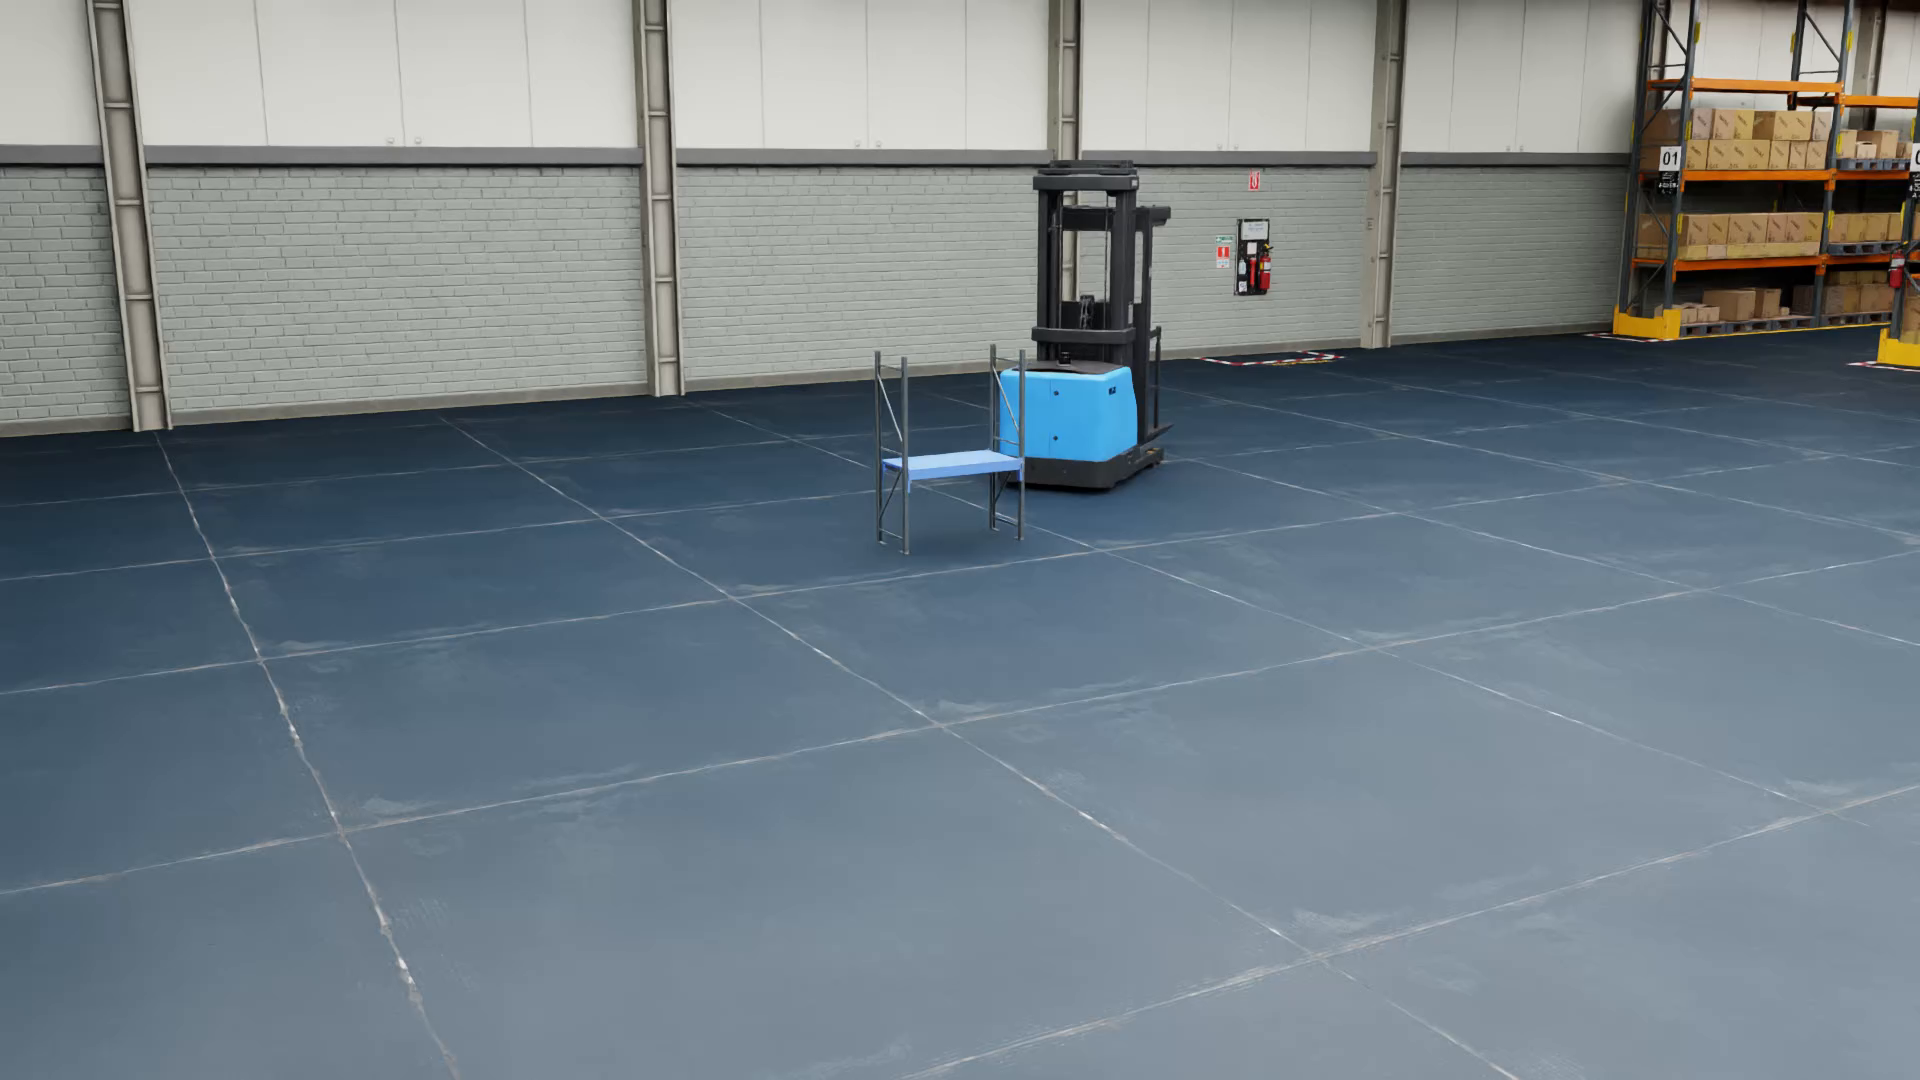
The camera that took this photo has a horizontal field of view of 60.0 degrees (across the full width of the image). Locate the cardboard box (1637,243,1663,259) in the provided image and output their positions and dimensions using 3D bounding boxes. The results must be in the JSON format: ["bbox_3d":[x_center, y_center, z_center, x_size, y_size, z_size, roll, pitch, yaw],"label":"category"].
[{"bbox_3d":[12.131,-5.017,28.867,0.500,0.250,0.500,-7,14,-27],"label":"cardboard box"}]

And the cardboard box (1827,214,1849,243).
[{"bbox_3d":[15.787,-5.725,30.487,0.500,0.500,0.700,-7,14,-28],"label":"cardboard box"}]

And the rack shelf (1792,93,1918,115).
[{"bbox_3d":[17.080,-8.006,30.737,4.000,0.370,1.077,-7,14,-28],"label":"rack shelf"}]

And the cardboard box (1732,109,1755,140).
[{"bbox_3d":[13.177,-7.097,28.428,0.500,0.500,0.500,-6,14,-26],"label":"cardboard box"}]

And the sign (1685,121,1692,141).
[{"bbox_3d":[12.074,-6.779,27.578,0.005,0.325,0.100,-7,14,-28],"label":"sign"}]

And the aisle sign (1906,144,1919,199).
[{"bbox_3d":[13.992,-5.358,24.163,0.004,0.787,0.394,-7,14,-28],"label":"aisle sign"}]

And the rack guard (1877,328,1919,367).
[{"bbox_3d":[14.169,-2.818,24.491,0.348,0.500,1.175,-7,14,-28],"label":"rack guard"}]

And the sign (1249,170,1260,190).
[{"bbox_3d":[4.505,-5.500,25.436,0.199,0.298,0.001,-7,14,-28],"label":"sign"}]

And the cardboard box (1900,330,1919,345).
[{"bbox_3d":[14.519,-3.017,24.987,0.500,0.250,0.500,-7,14,-28],"label":"cardboard box"}]

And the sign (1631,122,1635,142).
[{"bbox_3d":[11.565,-6.998,28.526,0.005,0.325,0.100,-7,14,-28],"label":"sign"}]

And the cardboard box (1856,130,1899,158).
[{"bbox_3d":[16.925,-7.304,30.715,0.500,0.500,0.500,-7,15,-30],"label":"cardboard box"}]

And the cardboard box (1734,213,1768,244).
[{"bbox_3d":[13.719,-5.449,29.076,0.500,0.500,0.500,-6,14,-26],"label":"cardboard box"}]

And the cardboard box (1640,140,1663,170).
[{"bbox_3d":[12.058,-6.609,28.538,0.500,0.500,0.500,-6,14,-24],"label":"cardboard box"}]

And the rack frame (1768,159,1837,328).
[{"bbox_3d":[15.324,-5.415,30.338,0.127,3.000,1.000,-7,14,-28],"label":"rack frame"}]

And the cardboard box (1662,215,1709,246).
[{"bbox_3d":[12.376,-5.289,28.366,0.500,0.500,0.500,-7,14,-28],"label":"cardboard box"}]

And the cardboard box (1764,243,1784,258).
[{"bbox_3d":[14.178,-5.136,29.397,0.500,0.250,0.500,-7,14,-28],"label":"cardboard box"}]

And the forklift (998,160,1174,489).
[{"bbox_3d":[1.373,-2.168,16.066,1.130,2.935,3.031,5,14,22],"label":"forklift"}]

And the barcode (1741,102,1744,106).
[{"bbox_3d":[13.898,-7.742,29.518,0.075,0.075,0.001,-7,14,-28],"label":"barcode"}]

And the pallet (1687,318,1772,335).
[{"bbox_3d":[13.680,-3.848,29.726,1.213,0.211,1.003,-7,14,-28],"label":"pallet"}]

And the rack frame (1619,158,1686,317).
[{"bbox_3d":[11.813,-4.994,28.468,0.127,3.000,1.000,-7,14,-28],"label":"rack frame"}]

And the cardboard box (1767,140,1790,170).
[{"bbox_3d":[14.081,-6.720,29.031,0.500,0.500,0.500,-7,15,-30],"label":"cardboard box"}]

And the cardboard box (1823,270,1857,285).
[{"bbox_3d":[16.347,-4.903,31.049,0.500,0.250,0.500,-7,15,-29],"label":"cardboard box"}]

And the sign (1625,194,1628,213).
[{"bbox_3d":[11.565,-5.822,28.791,0.005,0.325,0.100,-7,14,-28],"label":"sign"}]

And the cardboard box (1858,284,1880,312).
[{"bbox_3d":[16.859,-4.601,31.411,0.500,0.500,0.700,-7,14,-27],"label":"cardboard box"}]

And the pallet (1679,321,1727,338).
[{"bbox_3d":[12.610,-3.720,29.159,1.213,0.211,1.003,-7,14,-28],"label":"pallet"}]

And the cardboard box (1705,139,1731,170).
[{"bbox_3d":[12.715,-6.553,28.288,0.500,0.500,0.500,-6,14,-24],"label":"cardboard box"}]

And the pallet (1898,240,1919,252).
[{"bbox_3d":[18.261,-5.647,31.804,1.003,0.211,1.213,-7,14,-28],"label":"pallet"}]

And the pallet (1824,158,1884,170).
[{"bbox_3d":[15.917,-6.831,30.227,1.003,0.211,1.213,-7,14,-28],"label":"pallet"}]

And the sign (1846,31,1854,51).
[{"bbox_3d":[15.568,-8.729,29.095,0.005,0.325,0.100,-7,14,-28],"label":"sign"}]

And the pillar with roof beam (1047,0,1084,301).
[{"bbox_3d":[3.543,-6.069,19.581,0.400,9.000,9.100,-7,14,-28],"label":"pillar with roof beam"}]

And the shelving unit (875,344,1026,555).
[{"bbox_3d":[-0.075,-0.723,12.905,1.048,1.500,0.538,-7,14,-28],"label":"shelving unit"}]

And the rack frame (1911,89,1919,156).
[{"bbox_3d":[14.190,-6.967,23.569,0.127,3.000,1.000,-7,14,-28],"label":"rack frame"}]

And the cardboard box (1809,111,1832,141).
[{"bbox_3d":[15.015,-7.320,29.419,0.500,0.500,0.500,-8,15,-33],"label":"cardboard box"}]

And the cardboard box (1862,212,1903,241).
[{"bbox_3d":[17.345,-5.912,31.319,0.500,0.500,0.700,-7,14,-28],"label":"cardboard box"}]

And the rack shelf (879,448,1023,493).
[{"bbox_3d":[-0.075,-0.547,12.944,1.000,0.185,0.538,-7,14,-28],"label":"rack shelf"}]

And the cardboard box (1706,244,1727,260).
[{"bbox_3d":[12.843,-4.978,28.694,0.500,0.250,0.500,-7,15,-30],"label":"cardboard box"}]

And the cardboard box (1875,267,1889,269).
[{"bbox_3d":[17.698,-5.063,31.758,0.500,0.250,0.500,-7,14,-27],"label":"cardboard box"}]

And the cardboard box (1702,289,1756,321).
[{"bbox_3d":[13.632,-4.172,29.507,0.500,0.500,0.700,-8,15,-31],"label":"cardboard box"}]

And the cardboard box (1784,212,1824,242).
[{"bbox_3d":[15.058,-5.608,29.784,0.500,0.500,0.500,-7,14,-28],"label":"cardboard box"}]

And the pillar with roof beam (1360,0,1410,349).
[{"bbox_3d":[8.810,-6.700,22.386,0.400,9.000,9.100,-7,14,-28],"label":"pillar with roof beam"}]

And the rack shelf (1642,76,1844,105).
[{"bbox_3d":[13.569,-7.779,28.824,4.000,0.370,1.077,-7,14,-28],"label":"rack shelf"}]

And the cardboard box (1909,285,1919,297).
[{"bbox_3d":[18.228,-4.745,32.053,0.500,0.500,0.700,-7,14,-27],"label":"cardboard box"}]

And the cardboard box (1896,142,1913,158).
[{"bbox_3d":[17.653,-7.241,31.338,0.637,0.503,0.797,-5,14,-20],"label":"cardboard box"}]
